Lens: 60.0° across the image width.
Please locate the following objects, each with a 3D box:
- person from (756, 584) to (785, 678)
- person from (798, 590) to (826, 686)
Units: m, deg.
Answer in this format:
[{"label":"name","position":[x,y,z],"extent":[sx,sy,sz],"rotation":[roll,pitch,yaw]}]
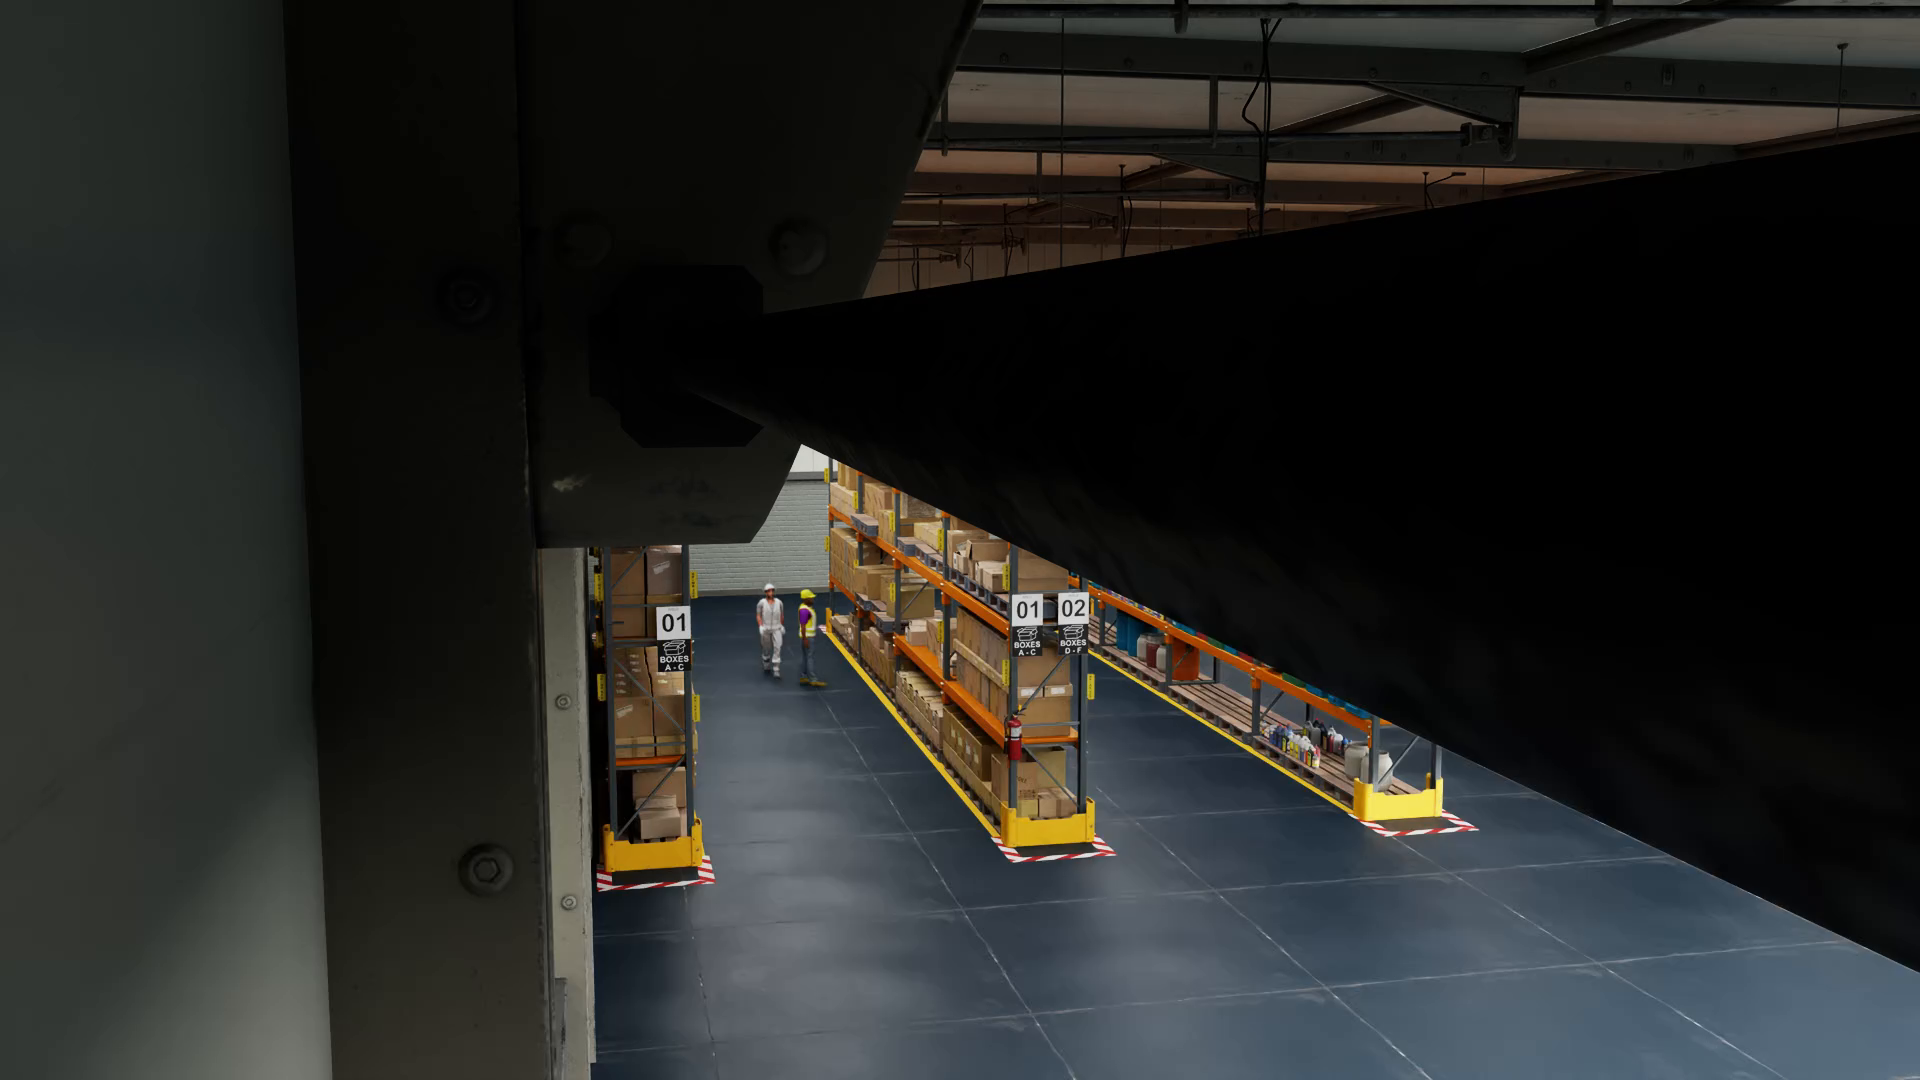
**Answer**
[{"label":"person","position":[-3.598,1.701,31.655],"extent":[0.556,1.733,1.029],"rotation":[-1,7,-8]},{"label":"person","position":[-2.743,1.801,30.829],"extent":[0.536,1.784,0.607],"rotation":[0,7,0]}]
